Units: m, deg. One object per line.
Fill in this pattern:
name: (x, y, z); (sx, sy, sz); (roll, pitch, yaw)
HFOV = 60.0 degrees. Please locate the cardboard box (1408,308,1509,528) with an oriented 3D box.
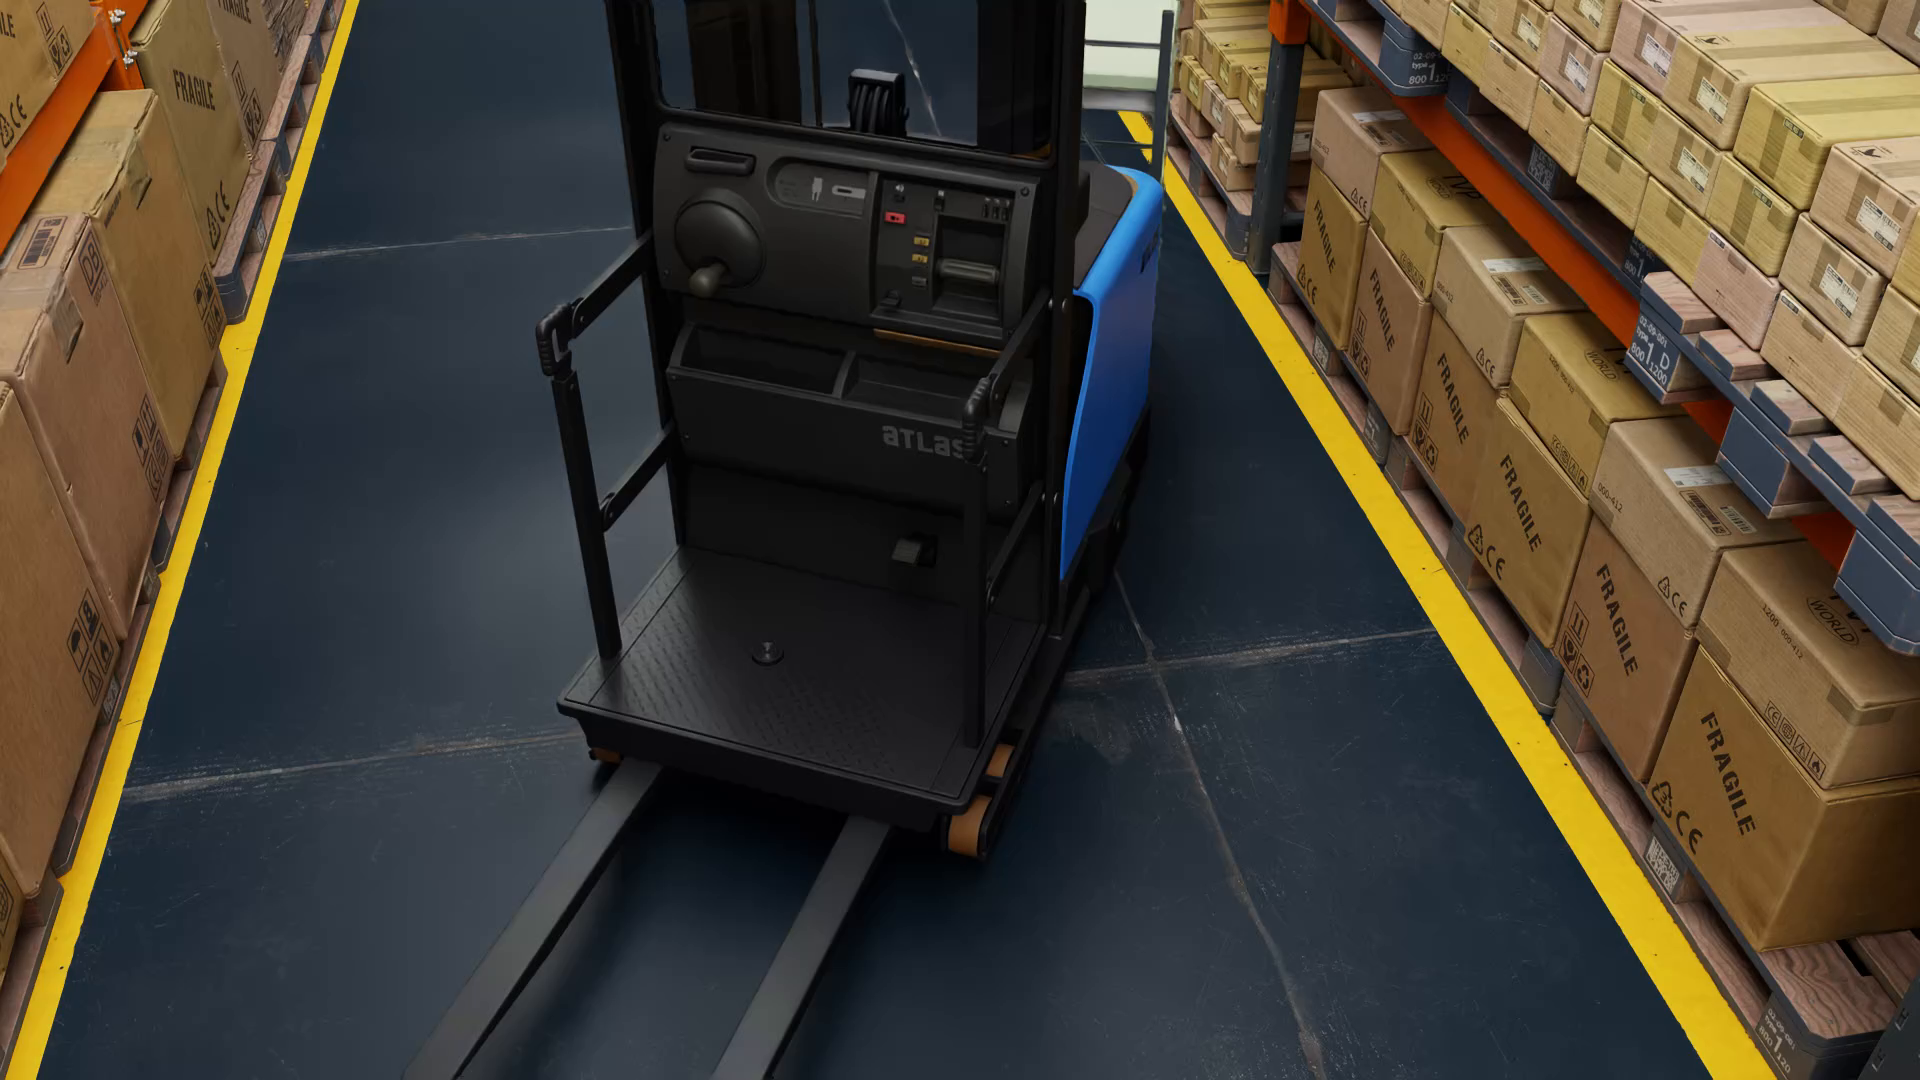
cardboard box: (1.716, -0.386, 4.997); (0.500, 0.500, 0.500); (-6, 38, -7)

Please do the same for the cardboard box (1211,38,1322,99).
cardboard box: (1.245, -1.929, 6.784); (0.380, 0.149, 0.250); (-6, 38, -7)

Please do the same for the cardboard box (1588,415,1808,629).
cardboard box: (1.872, -0.064, 3.972); (0.500, 0.250, 0.500); (-6, 38, -7)

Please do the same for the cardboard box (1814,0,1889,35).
cardboard box: (2.227, -1.296, 3.851); (0.380, 0.149, 0.250); (-5, 38, -7)

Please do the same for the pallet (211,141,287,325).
pallet: (-3.309, -1.211, 6.636); (1.003, 0.211, 1.213); (-6, 38, -8)

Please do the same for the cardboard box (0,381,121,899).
cardboard box: (-2.801, 0.287, 3.825); (1.225, 0.875, 0.875); (-6, 38, -8)

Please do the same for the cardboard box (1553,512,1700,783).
cardboard box: (1.889, 0.237, 4.195); (0.500, 0.500, 0.500); (-5, 38, -6)

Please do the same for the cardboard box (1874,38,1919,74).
cardboard box: (2.275, -1.026, 3.745); (0.380, 0.149, 0.250); (-6, 38, -8)

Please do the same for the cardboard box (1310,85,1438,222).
cardboard box: (1.517, -1.317, 5.584); (0.500, 0.250, 0.500); (-8, 39, -10)

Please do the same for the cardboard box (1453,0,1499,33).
cardboard box: (1.499, -1.421, 4.255); (0.380, 0.149, 0.250); (-7, 38, -9)

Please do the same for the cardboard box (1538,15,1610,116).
cardboard box: (1.586, -1.113, 3.858); (0.380, 0.149, 0.250); (-5, 38, -7)

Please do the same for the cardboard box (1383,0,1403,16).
cardboard box: (1.401, -1.626, 4.760); (0.380, 0.149, 0.250); (-6, 38, -7)

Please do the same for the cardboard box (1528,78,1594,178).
cardboard box: (1.590, -0.991, 3.943); (0.380, 0.149, 0.250); (-5, 38, -7)

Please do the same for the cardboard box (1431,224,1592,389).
cardboard box: (1.698, -0.687, 4.773); (0.500, 0.250, 0.500); (-5, 38, -6)

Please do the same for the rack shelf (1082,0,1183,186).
rack shelf: (0.468, -1.464, 5.276); (0.431, 0.370, 0.720); (5, 38, 7)

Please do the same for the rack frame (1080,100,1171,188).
rack frame: (0.521, -1.378, 5.802); (0.400, 1.500, 0.023); (5, 38, 7)

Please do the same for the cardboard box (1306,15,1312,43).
cardboard box: (1.640, -2.297, 7.258); (0.380, 0.149, 0.250); (-7, 38, -9)

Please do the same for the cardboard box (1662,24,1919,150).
cardboard box: (1.674, -0.920, 3.367); (0.380, 0.149, 0.250); (-5, 38, -7)

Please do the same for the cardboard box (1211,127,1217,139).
cardboard box: (1.280, -1.723, 7.004); (0.380, 0.149, 0.250); (-5, 38, -7)

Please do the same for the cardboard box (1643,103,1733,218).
cardboard box: (1.674, -0.805, 3.461); (0.380, 0.149, 0.250); (-6, 38, -8)

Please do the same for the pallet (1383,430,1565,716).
pallet: (2.003, -0.007, 5.087); (1.003, 0.211, 1.213); (-6, 38, -8)

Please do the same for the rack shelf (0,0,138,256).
rack shelf: (-2.902, -0.352, 3.845); (1.077, 0.370, 4.000); (-6, 38, -8)

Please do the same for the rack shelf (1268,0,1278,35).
rack shelf: (1.297, -3.241, 7.563); (1.077, 0.370, 4.000); (-6, 38, -8)

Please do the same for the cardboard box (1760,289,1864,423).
cardboard box: (1.768, -0.366, 3.138); (0.380, 0.149, 0.250); (-6, 38, -8)

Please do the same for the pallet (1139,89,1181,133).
pallet: (1.278, -2.356, 8.110); (1.003, 0.211, 1.213); (-6, 38, -8)

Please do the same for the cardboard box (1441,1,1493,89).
cardboard box: (1.498, -1.308, 4.351); (0.380, 0.149, 0.250); (-7, 38, -9)

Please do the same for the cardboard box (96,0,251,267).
cardboard box: (-3.290, -1.578, 6.226); (0.875, 0.875, 0.875); (-6, 38, -8)

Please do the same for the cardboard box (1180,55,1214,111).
cardboard box: (1.156, -1.952, 7.057); (0.380, 0.149, 0.250); (-7, 38, -10)

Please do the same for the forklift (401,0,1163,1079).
forklift: (-0.348, -0.638, 3.682); (1.130, 2.935, 3.031); (12, 39, 15)

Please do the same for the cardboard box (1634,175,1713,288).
cardboard box: (1.683, -0.672, 3.533); (0.380, 0.149, 0.250); (-7, 38, -9)

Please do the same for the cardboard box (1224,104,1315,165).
cardboard box: (1.280, -1.630, 6.642); (0.380, 0.149, 0.250); (-6, 38, -7)

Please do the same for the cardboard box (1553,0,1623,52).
cardboard box: (1.587, -1.230, 3.766); (0.380, 0.149, 0.250); (-4, 38, -6)

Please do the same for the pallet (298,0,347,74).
pallet: (-3.737, -2.684, 8.533); (1.003, 0.211, 1.213); (-6, 38, -8)

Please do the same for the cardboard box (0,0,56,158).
cardboard box: (-2.822, -1.331, 4.437); (0.500, 0.500, 0.500); (-5, 38, -7)

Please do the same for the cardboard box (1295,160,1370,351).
cardboard box: (1.516, -1.020, 5.814); (0.500, 0.500, 0.500); (-5, 38, -6)

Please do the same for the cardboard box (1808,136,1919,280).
cardboard box: (1.770, -0.601, 2.956); (0.380, 0.149, 0.250); (-7, 38, -9)

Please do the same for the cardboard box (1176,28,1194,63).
cardboard box: (1.144, -2.266, 7.461); (0.380, 0.149, 0.250); (-5, 38, -7)

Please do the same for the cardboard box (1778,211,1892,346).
cardboard box: (1.766, -0.495, 3.062); (0.380, 0.149, 0.250); (-5, 38, -6)

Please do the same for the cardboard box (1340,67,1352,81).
cardboard box: (1.767, -1.871, 6.952); (0.380, 0.149, 0.250); (-6, 38, -8)

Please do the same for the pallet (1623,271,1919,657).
pallet: (2.119, -0.244, 3.275); (1.213, 0.211, 1.003); (-6, 38, -8)

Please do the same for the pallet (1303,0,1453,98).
pallet: (1.638, -1.764, 5.231); (1.003, 0.211, 1.213); (-6, 38, -8)

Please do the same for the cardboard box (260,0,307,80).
cardboard box: (-3.604, -2.659, 7.618); (0.875, 0.875, 0.875); (-6, 38, -8)

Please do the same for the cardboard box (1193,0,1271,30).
cardboard box: (1.226, -2.243, 7.189); (0.380, 0.149, 0.250); (-5, 38, -6)

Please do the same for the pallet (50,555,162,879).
pallet: (-2.826, 0.453, 4.494); (1.003, 0.211, 1.213); (-6, 38, -8)

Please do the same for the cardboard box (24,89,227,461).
cardboard box: (-3.121, -0.787, 5.207); (1.225, 0.875, 0.875); (-6, 38, -8)

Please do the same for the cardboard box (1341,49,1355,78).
cardboard box: (1.801, -1.995, 6.869); (0.380, 0.149, 0.250); (-4, 38, -6)

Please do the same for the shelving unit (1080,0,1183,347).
shelving unit: (0.468, -1.156, 5.516); (0.431, 1.500, 0.755); (5, 38, 7)

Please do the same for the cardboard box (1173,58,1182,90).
cardboard box: (1.062, -2.182, 7.595); (0.380, 0.149, 0.250); (-6, 38, -8)
